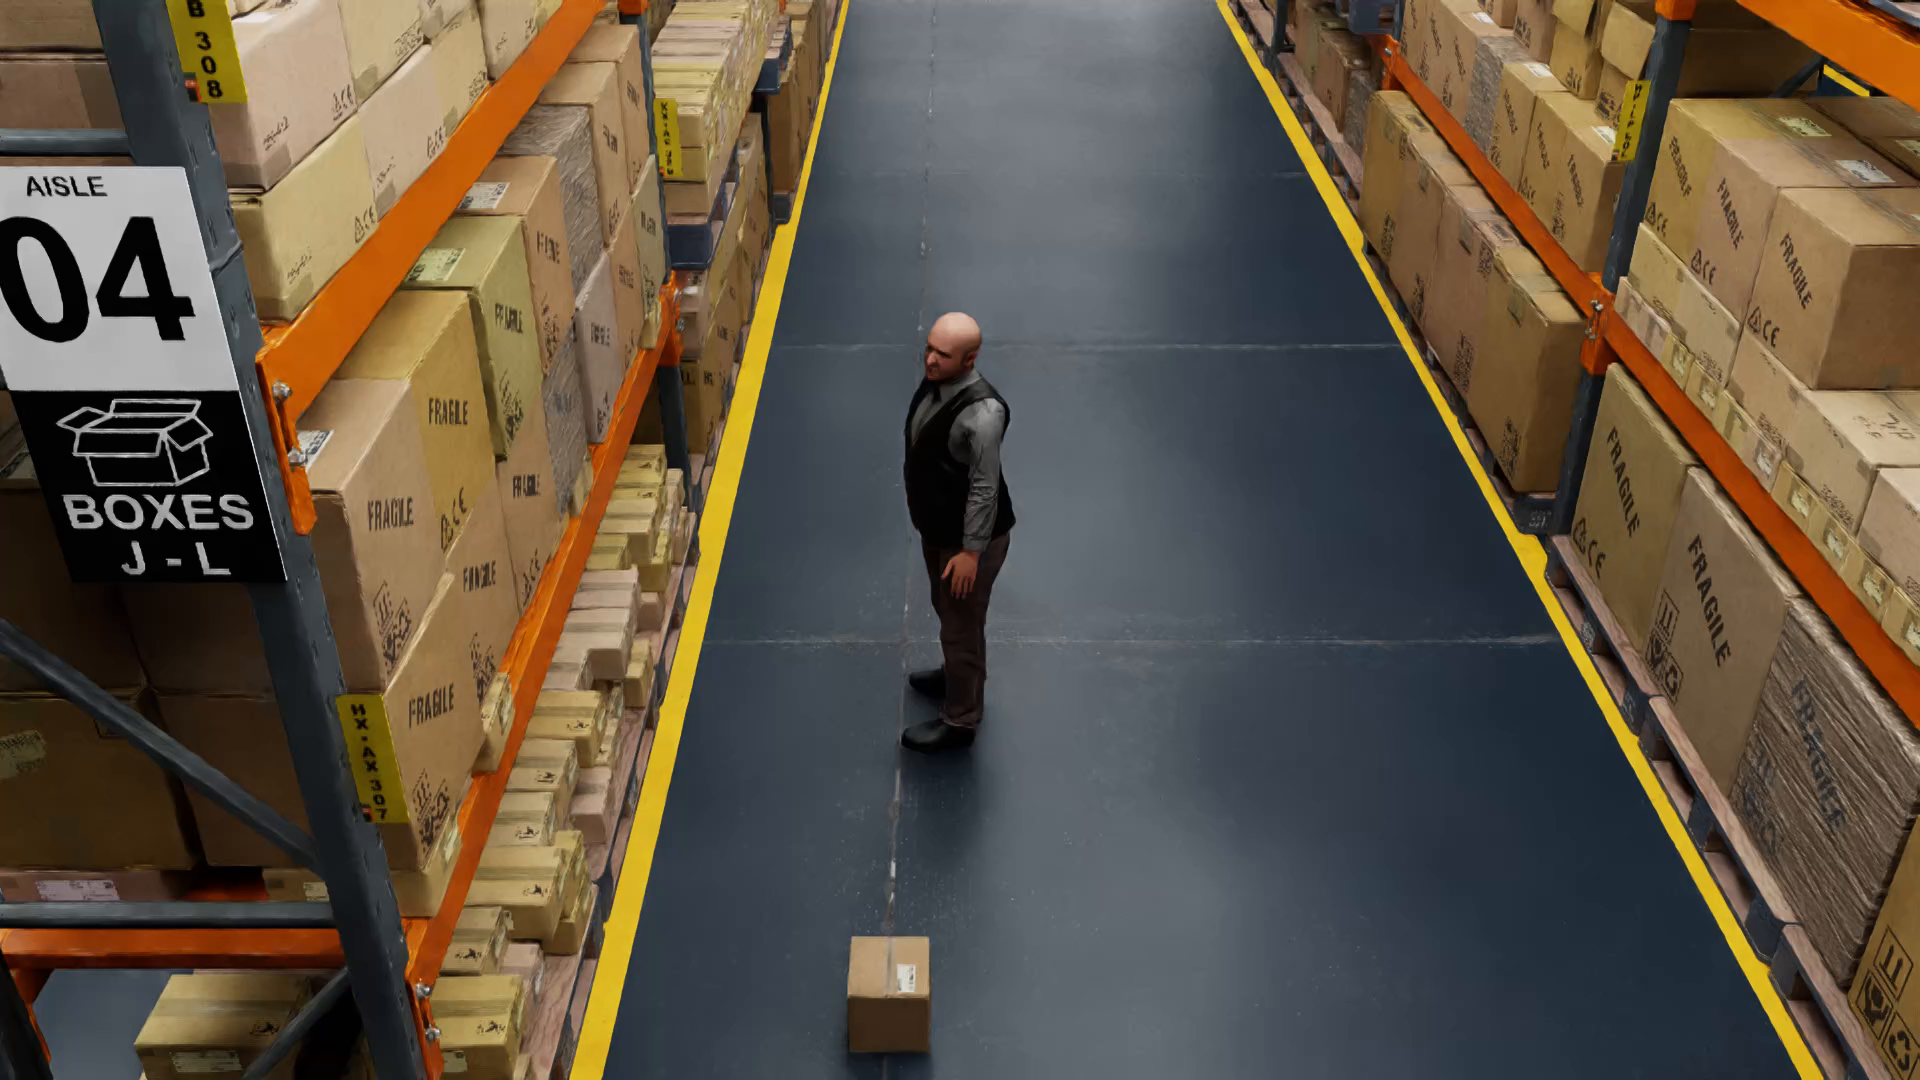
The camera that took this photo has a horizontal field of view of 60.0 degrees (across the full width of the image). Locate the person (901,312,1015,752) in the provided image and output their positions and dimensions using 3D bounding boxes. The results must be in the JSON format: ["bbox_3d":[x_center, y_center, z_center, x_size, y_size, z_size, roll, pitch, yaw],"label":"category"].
[{"bbox_3d":[-0.063,-0.030,6.154,0.470,1.730,0.588,-12,33,-19],"label":"person"}]
